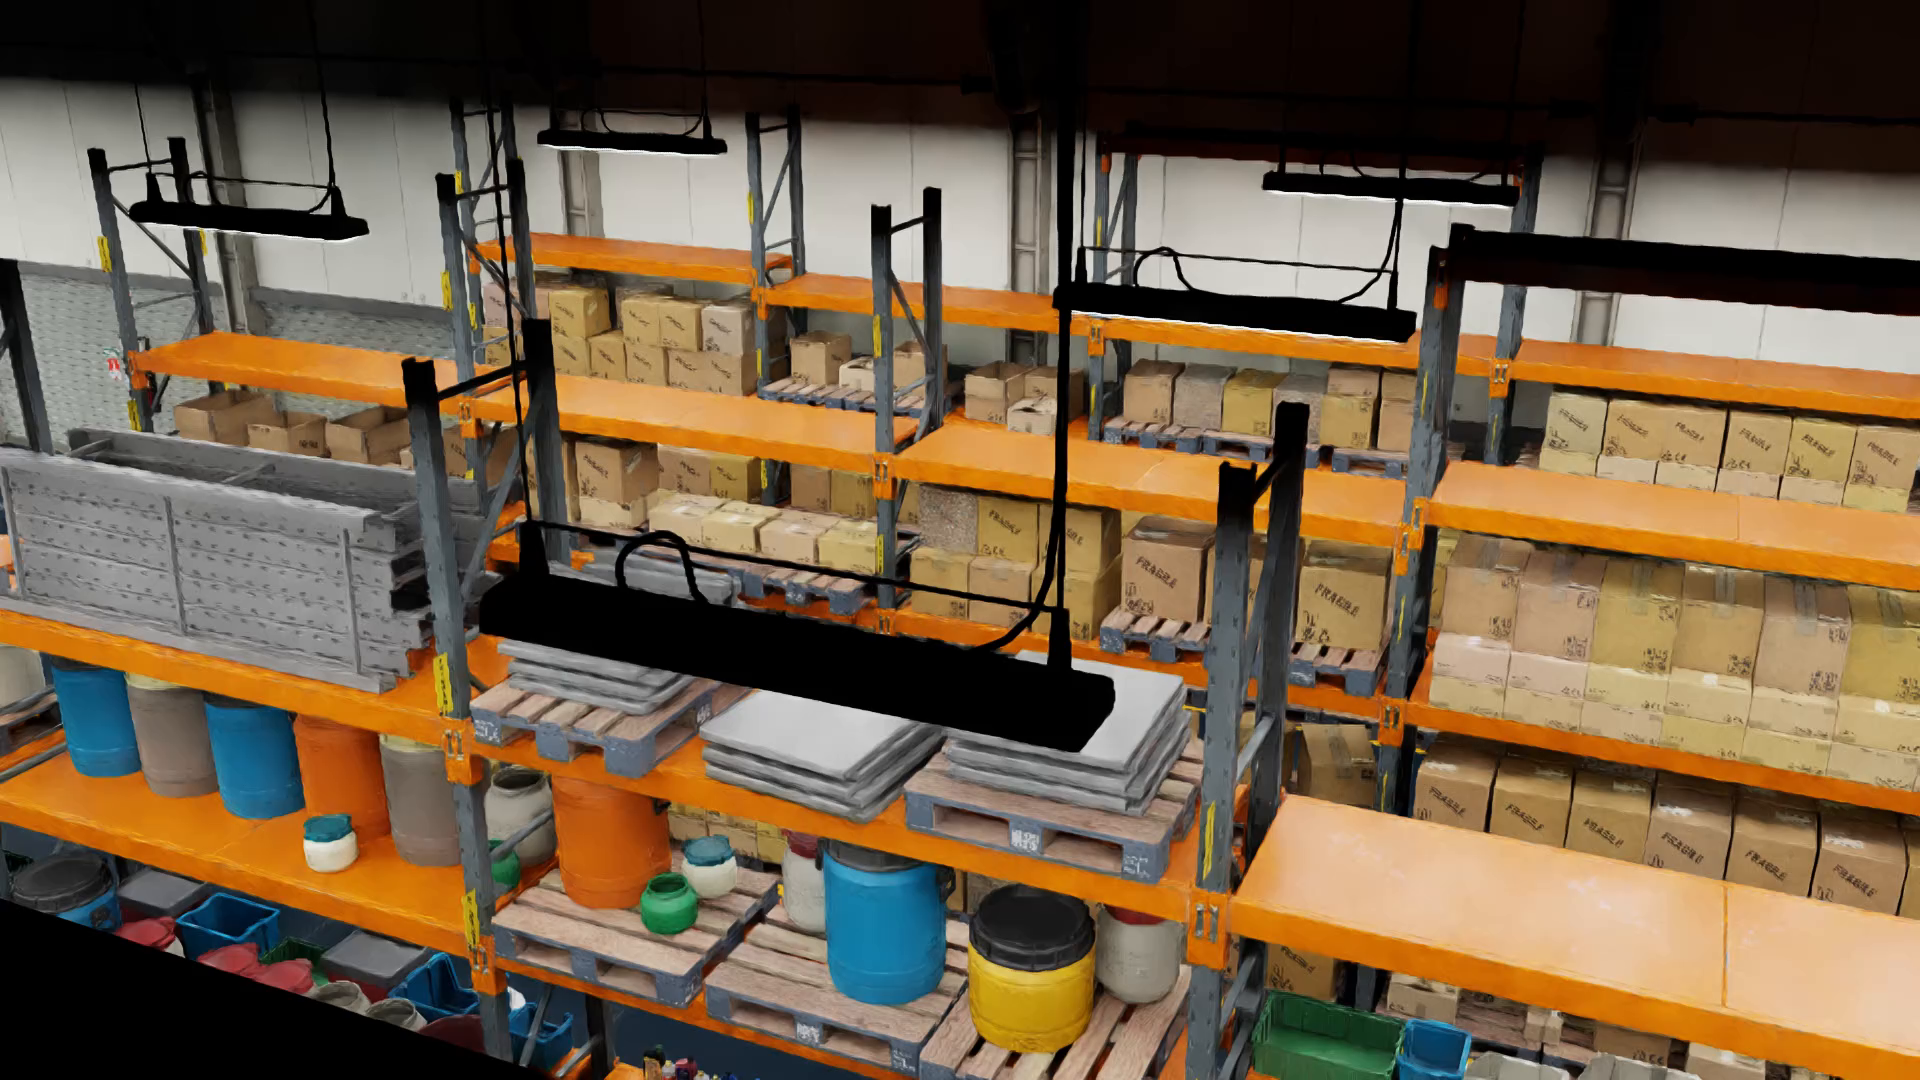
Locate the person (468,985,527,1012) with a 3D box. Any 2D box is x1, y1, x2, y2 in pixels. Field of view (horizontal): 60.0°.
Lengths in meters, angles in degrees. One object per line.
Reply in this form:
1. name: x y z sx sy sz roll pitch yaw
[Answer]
1. person: -3.070 3.453 11.149 0.708 1.642 0.653 -4 21 -11
